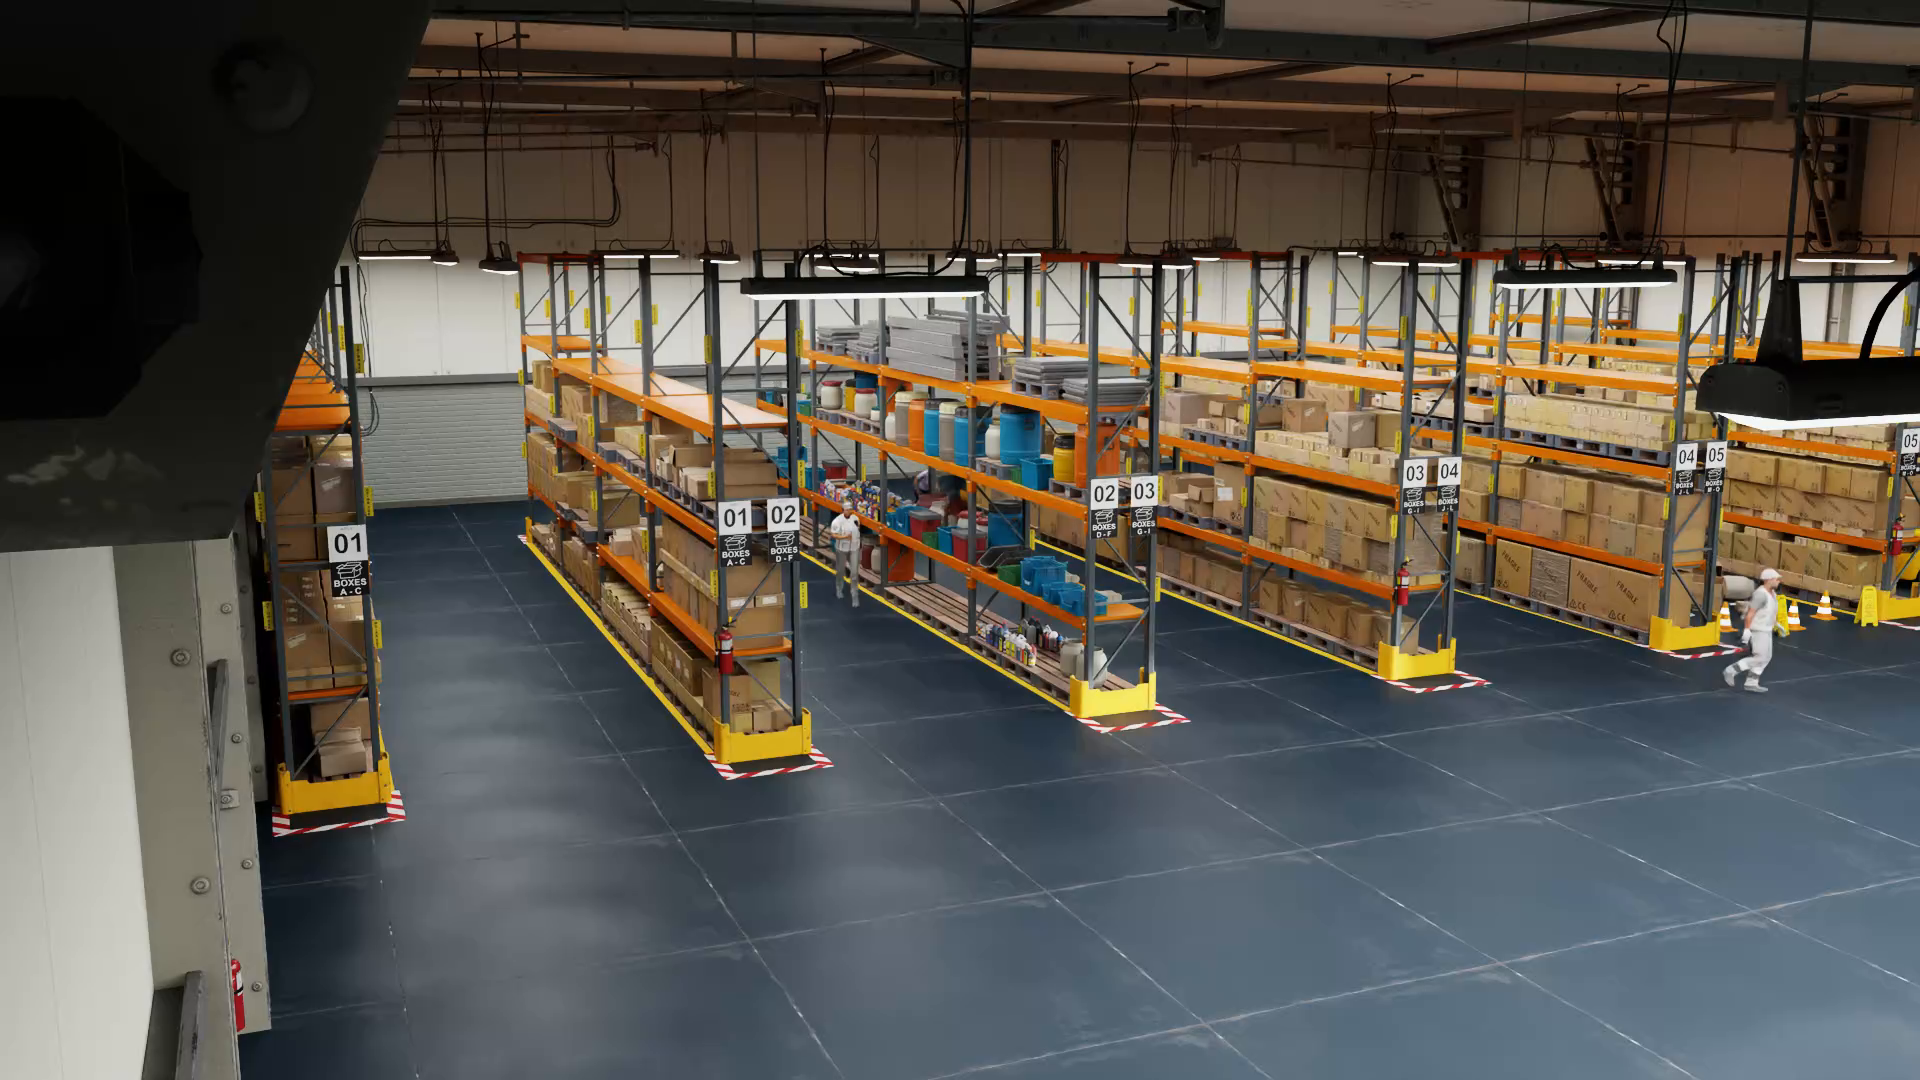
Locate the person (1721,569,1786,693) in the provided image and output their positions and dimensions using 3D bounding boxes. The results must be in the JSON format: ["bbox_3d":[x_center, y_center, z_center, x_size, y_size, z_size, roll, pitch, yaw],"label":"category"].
[{"bbox_3d":[11.125,1.258,23.265,0.696,1.759,0.710,8,13,37],"label":"person"}]

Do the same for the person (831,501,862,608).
[{"bbox_3d":[-1.884,0.216,27.672,0.562,1.757,0.801,-3,11,-16],"label":"person"}]

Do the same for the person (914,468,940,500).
[{"bbox_3d":[-0.776,-1.006,36.563,0.623,1.460,0.842,-9,14,-42],"label":"person"}]
